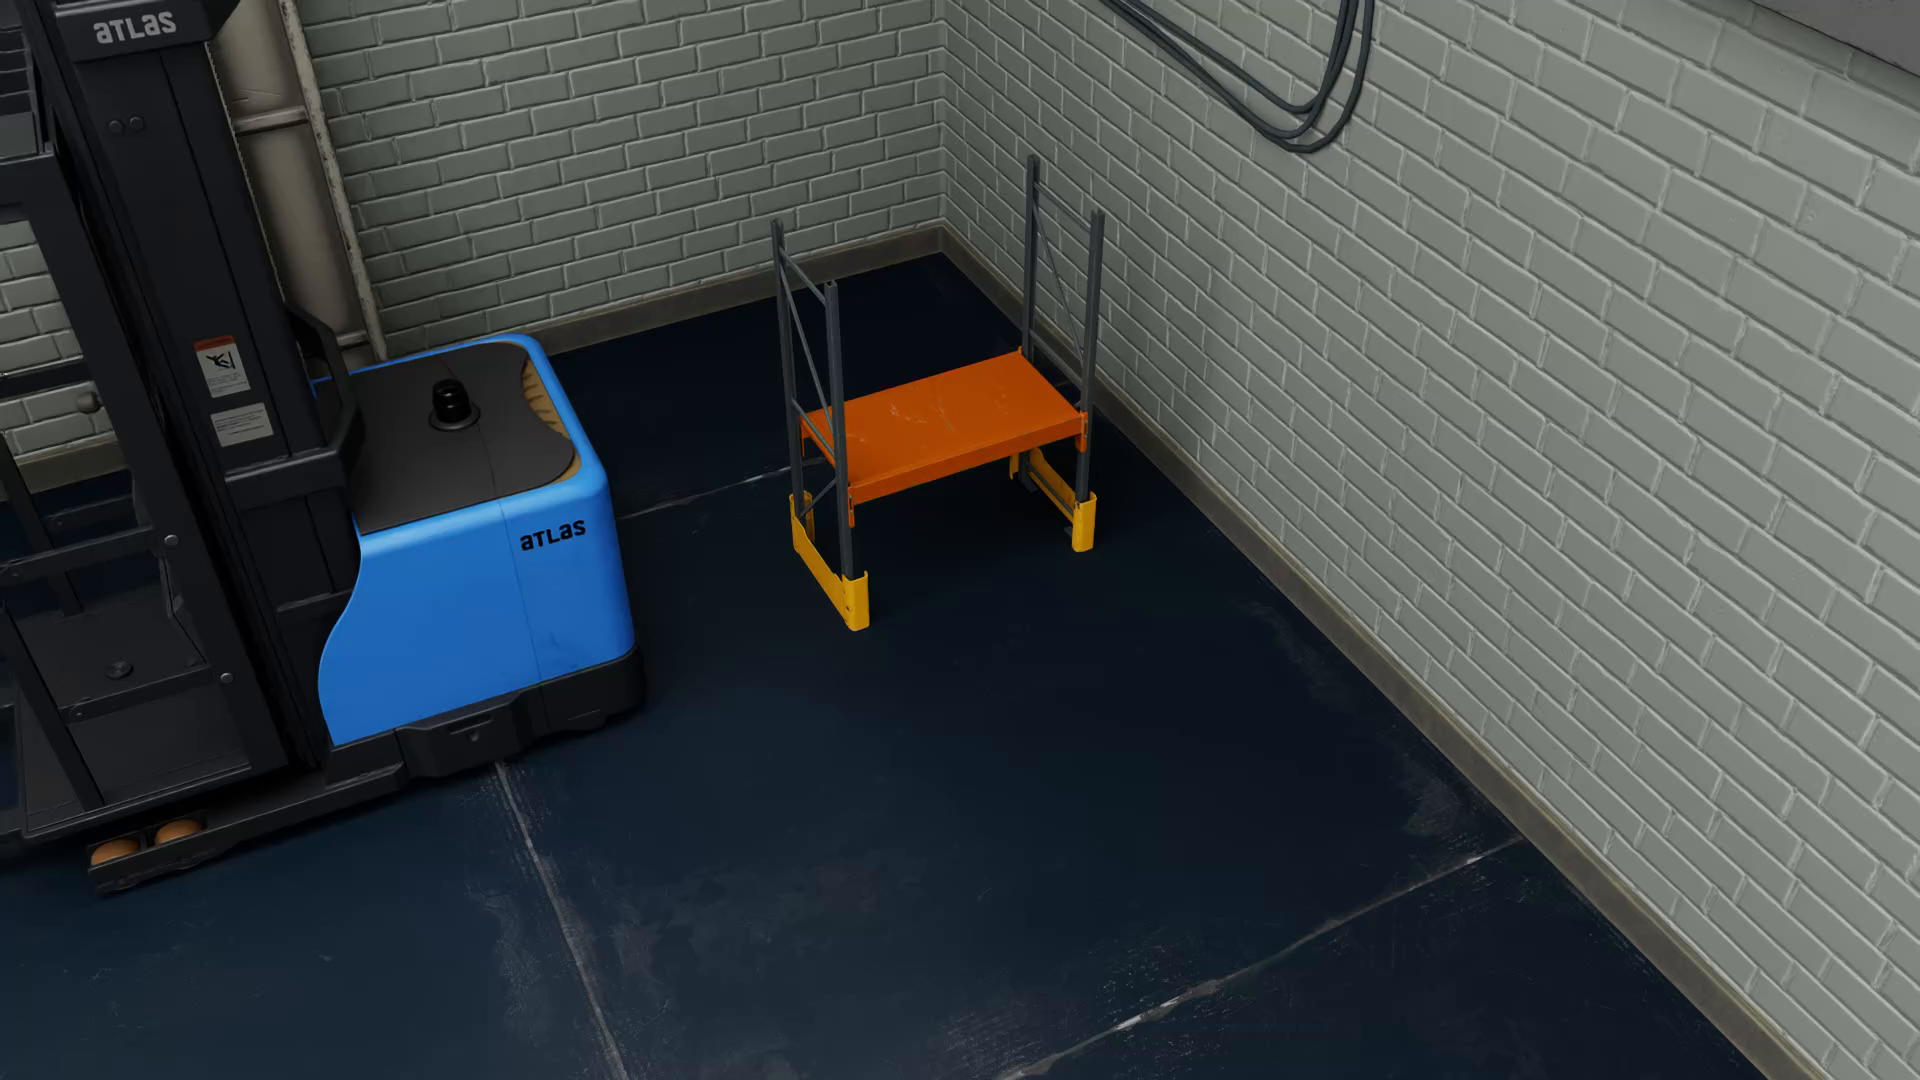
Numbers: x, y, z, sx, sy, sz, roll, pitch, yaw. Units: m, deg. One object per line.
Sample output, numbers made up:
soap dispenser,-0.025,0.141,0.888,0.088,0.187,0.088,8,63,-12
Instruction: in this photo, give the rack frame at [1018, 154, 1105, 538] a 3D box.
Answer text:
rack frame,0.375,-0.699,6.415,0.032,1.500,0.500,-19,44,-21

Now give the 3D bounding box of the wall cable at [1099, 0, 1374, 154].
wall cable,0.513,-2.951,5.674,0.112,2.526,3.097,-19,44,-21

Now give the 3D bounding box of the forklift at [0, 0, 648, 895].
forklift,-2.685,-0.373,4.923,3.031,2.935,1.130,-17,43,-19

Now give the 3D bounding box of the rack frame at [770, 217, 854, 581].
rack frame,-0.527,-0.395,6.056,0.032,1.500,0.500,-19,44,-21

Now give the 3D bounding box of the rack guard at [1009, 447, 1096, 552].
rack guard,0.374,-0.221,6.818,0.087,0.250,0.587,-19,44,-21

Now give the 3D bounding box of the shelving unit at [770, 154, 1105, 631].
shelving unit,-0.068,-0.550,6.239,1.083,1.500,0.587,-19,44,-21

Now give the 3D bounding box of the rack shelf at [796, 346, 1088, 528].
rack shelf,-0.076,-0.410,6.352,1.000,0.185,0.538,-19,44,-21

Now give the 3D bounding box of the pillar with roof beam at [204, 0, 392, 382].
pillar with roof beam,-0.685,-1.487,1.542,0.400,9.000,9.100,-19,44,-21

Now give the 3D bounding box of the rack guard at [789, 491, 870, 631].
rack guard,-0.509,0.076,6.467,0.087,0.250,0.587,-19,44,-21
